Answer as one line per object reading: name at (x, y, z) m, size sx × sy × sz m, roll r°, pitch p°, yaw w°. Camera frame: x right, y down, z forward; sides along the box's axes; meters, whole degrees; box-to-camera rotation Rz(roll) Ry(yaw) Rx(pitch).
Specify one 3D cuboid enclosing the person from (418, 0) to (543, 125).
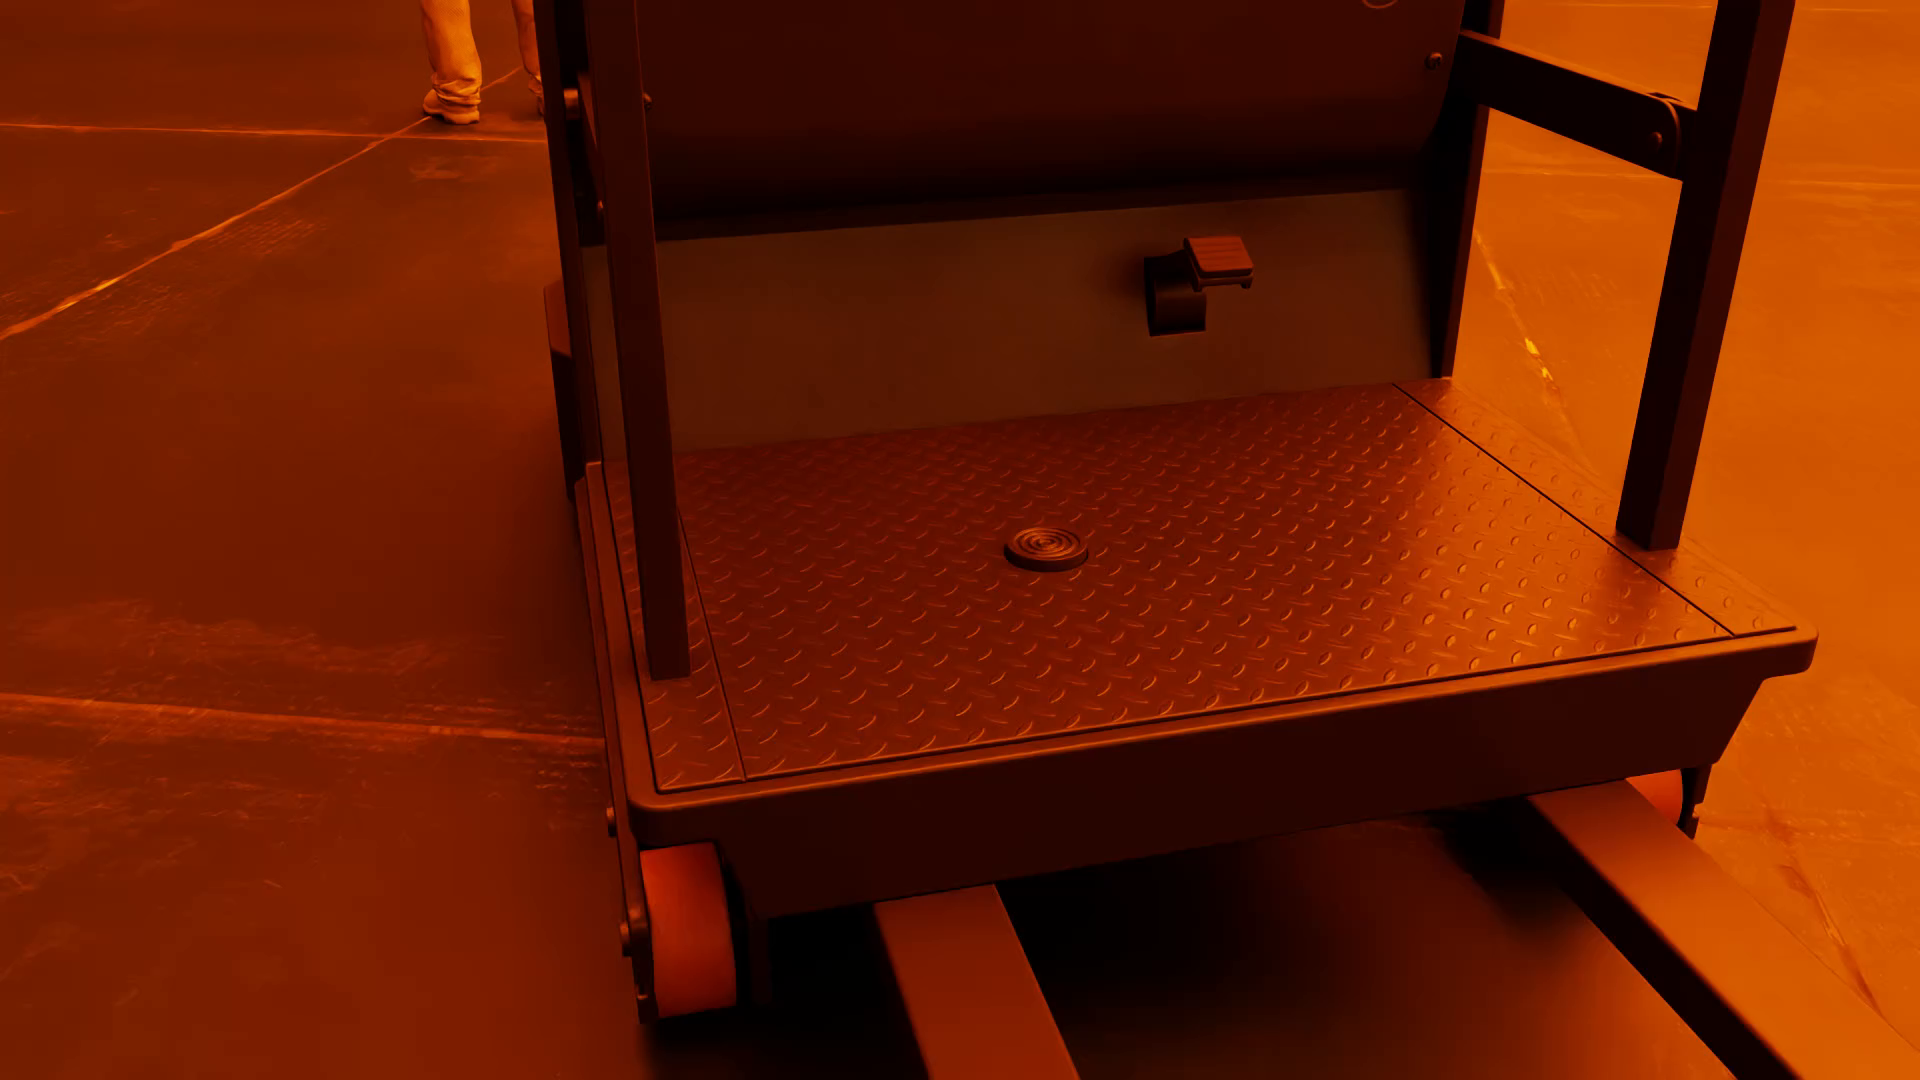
person at (-1.436, -2.105, 4.738) m, size 0.580 × 1.769 × 0.466 m, roll -13°, pitch 29°, yaw -24°

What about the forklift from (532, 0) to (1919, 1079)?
forklift at (0.153, -1.049, 1.319) m, size 1.130 × 2.935 × 3.031 m, roll -7°, pitch 27°, yaw -13°
